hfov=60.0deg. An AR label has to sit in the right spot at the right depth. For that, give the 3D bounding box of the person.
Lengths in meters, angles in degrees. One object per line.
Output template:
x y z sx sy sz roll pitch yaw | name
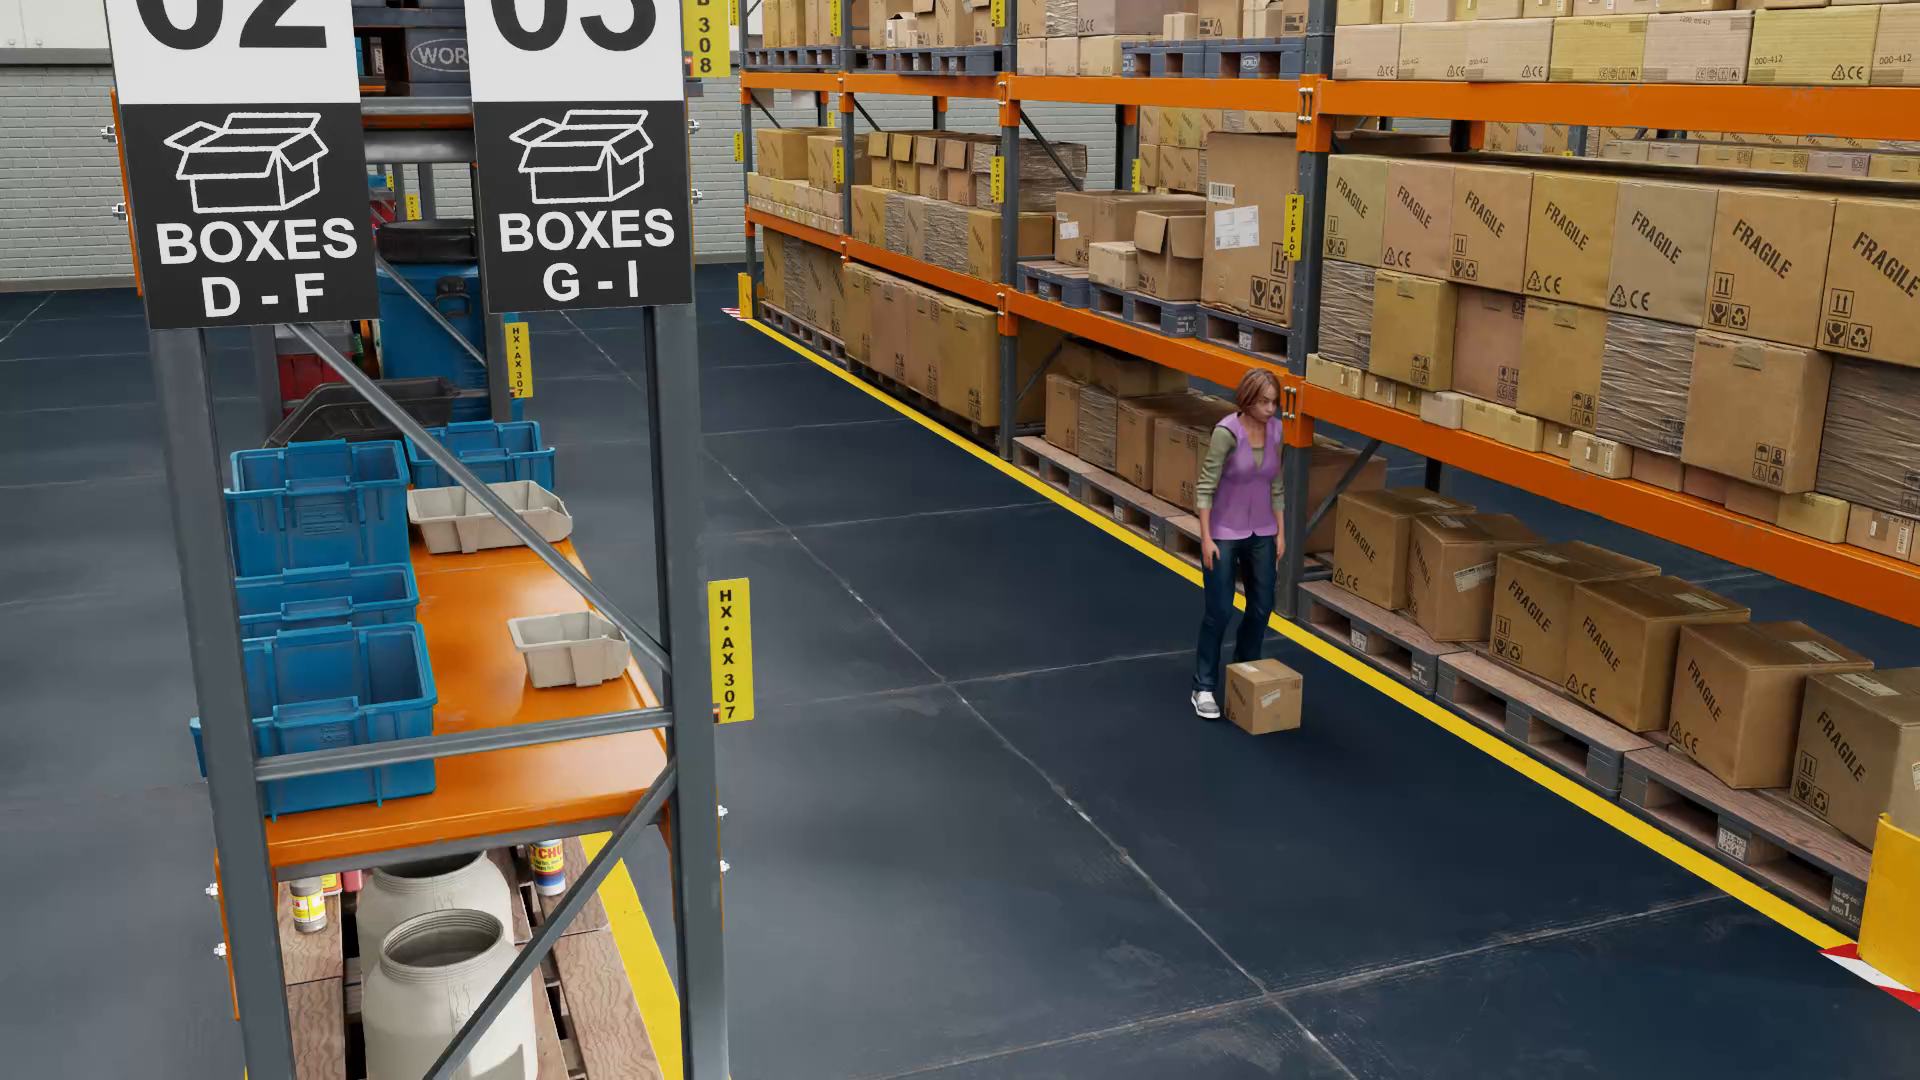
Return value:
1.278 0.001 7.548 0.476 1.592 0.346 -7 17 -23 | person
